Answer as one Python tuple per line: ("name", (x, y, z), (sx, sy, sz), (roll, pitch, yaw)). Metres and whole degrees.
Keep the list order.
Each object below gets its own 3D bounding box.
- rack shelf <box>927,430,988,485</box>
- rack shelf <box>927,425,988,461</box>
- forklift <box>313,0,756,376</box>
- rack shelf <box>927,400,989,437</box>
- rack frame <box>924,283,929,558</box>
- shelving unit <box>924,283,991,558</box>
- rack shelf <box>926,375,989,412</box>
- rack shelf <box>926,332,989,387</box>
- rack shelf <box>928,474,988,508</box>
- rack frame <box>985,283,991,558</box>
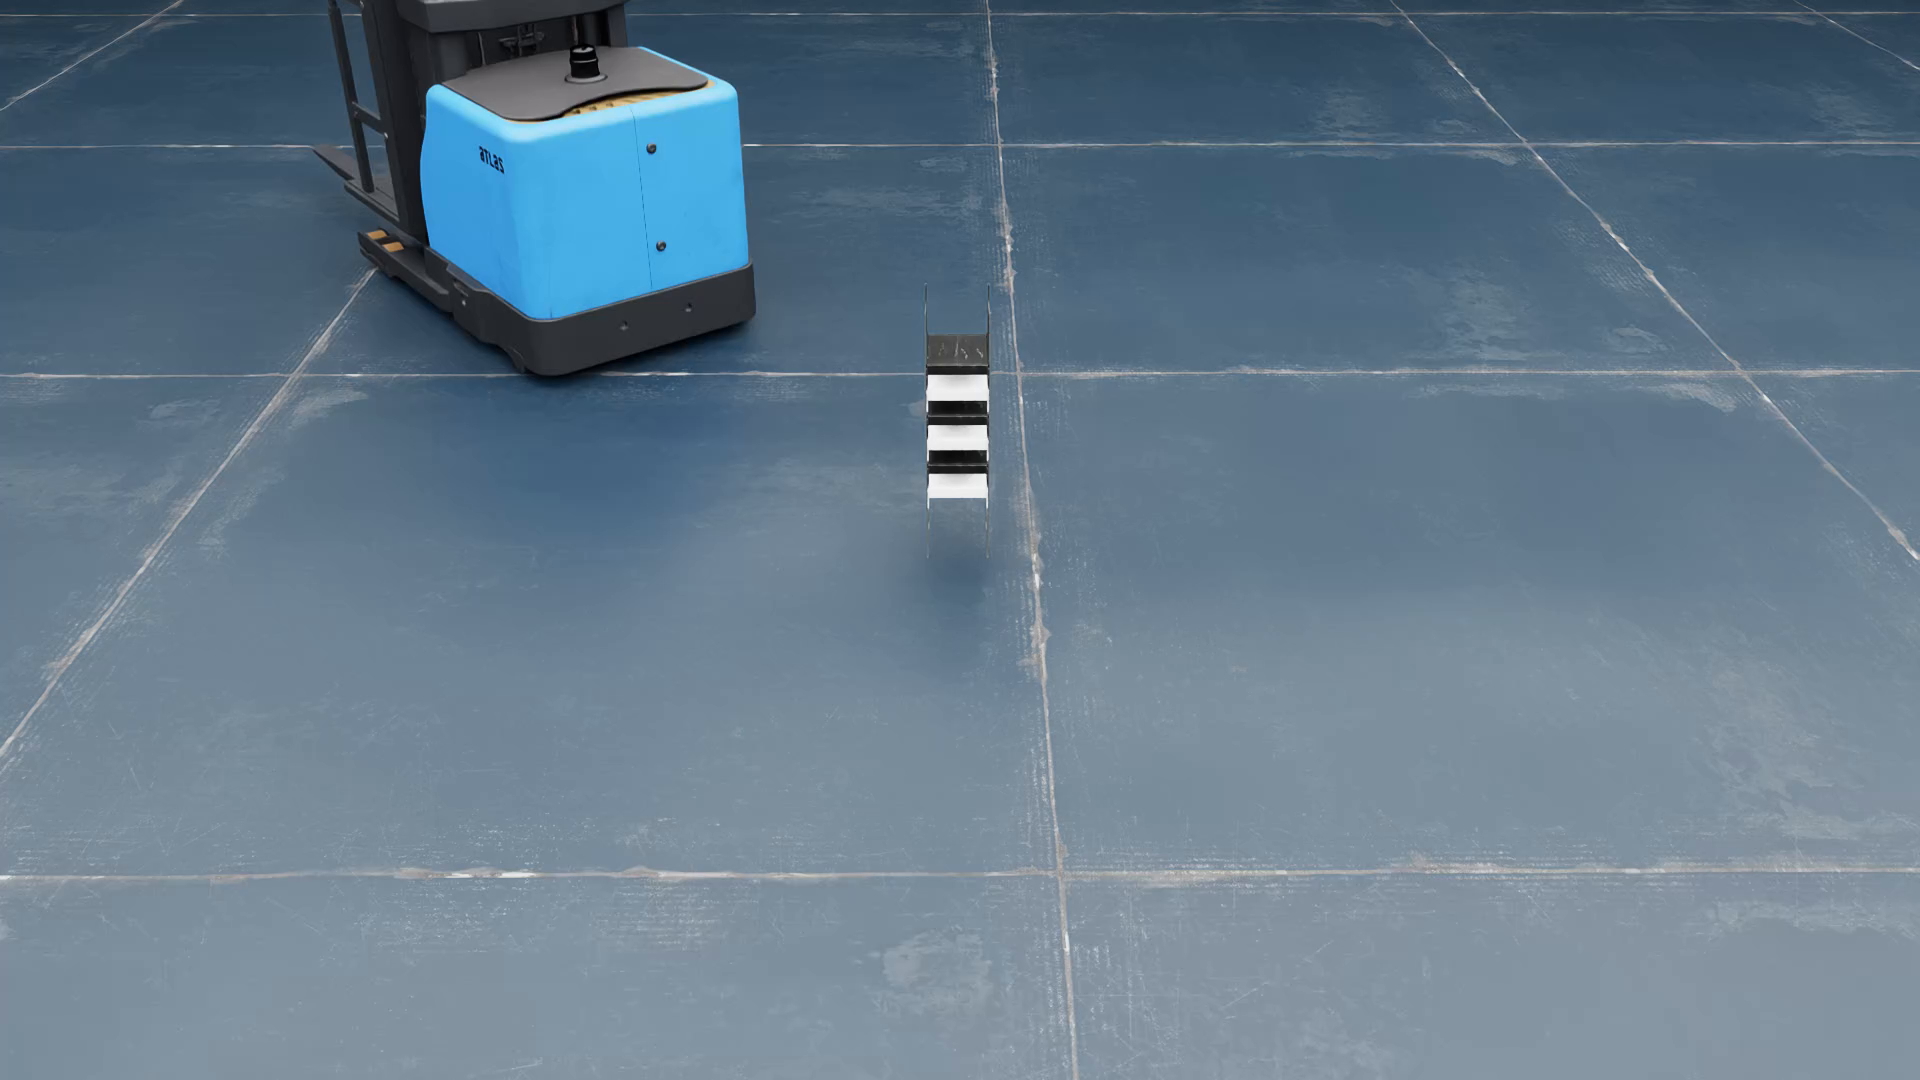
("rack shelf", (-0.008, -0.279, 5.581), (0.200, 0.077, 0.258), (0, 31, 0))
("rack shelf", (-0.008, -0.356, 5.534), (0.200, 0.077, 0.258), (0, 31, 0))
("forklift", (-2.193, -2.616, 7.236), (1.130, 2.935, 3.031), (-22, 38, -32))
("rack shelf", (-0.008, -0.433, 5.487), (0.200, 0.077, 0.258), (0, 31, 0))
("rack frame", (-0.110, -0.384, 5.516), (0.006, 0.900, 0.240), (0, 31, 0))
("shelving unit", (-0.008, -0.385, 5.517), (0.210, 0.900, 0.258), (0, 31, 0))
("rack shelf", (-0.008, -0.510, 5.440), (0.200, 0.077, 0.258), (0, 31, 0))
("rack shelf", (-0.008, -0.587, 5.394), (0.200, 0.077, 0.258), (0, 31, 0))
("rack shelf", (-0.008, -0.202, 5.627), (0.200, 0.077, 0.258), (0, 31, 0))
("rack frame", (0.094, -0.385, 5.517), (0.006, 0.900, 0.240), (0, 31, 0))
